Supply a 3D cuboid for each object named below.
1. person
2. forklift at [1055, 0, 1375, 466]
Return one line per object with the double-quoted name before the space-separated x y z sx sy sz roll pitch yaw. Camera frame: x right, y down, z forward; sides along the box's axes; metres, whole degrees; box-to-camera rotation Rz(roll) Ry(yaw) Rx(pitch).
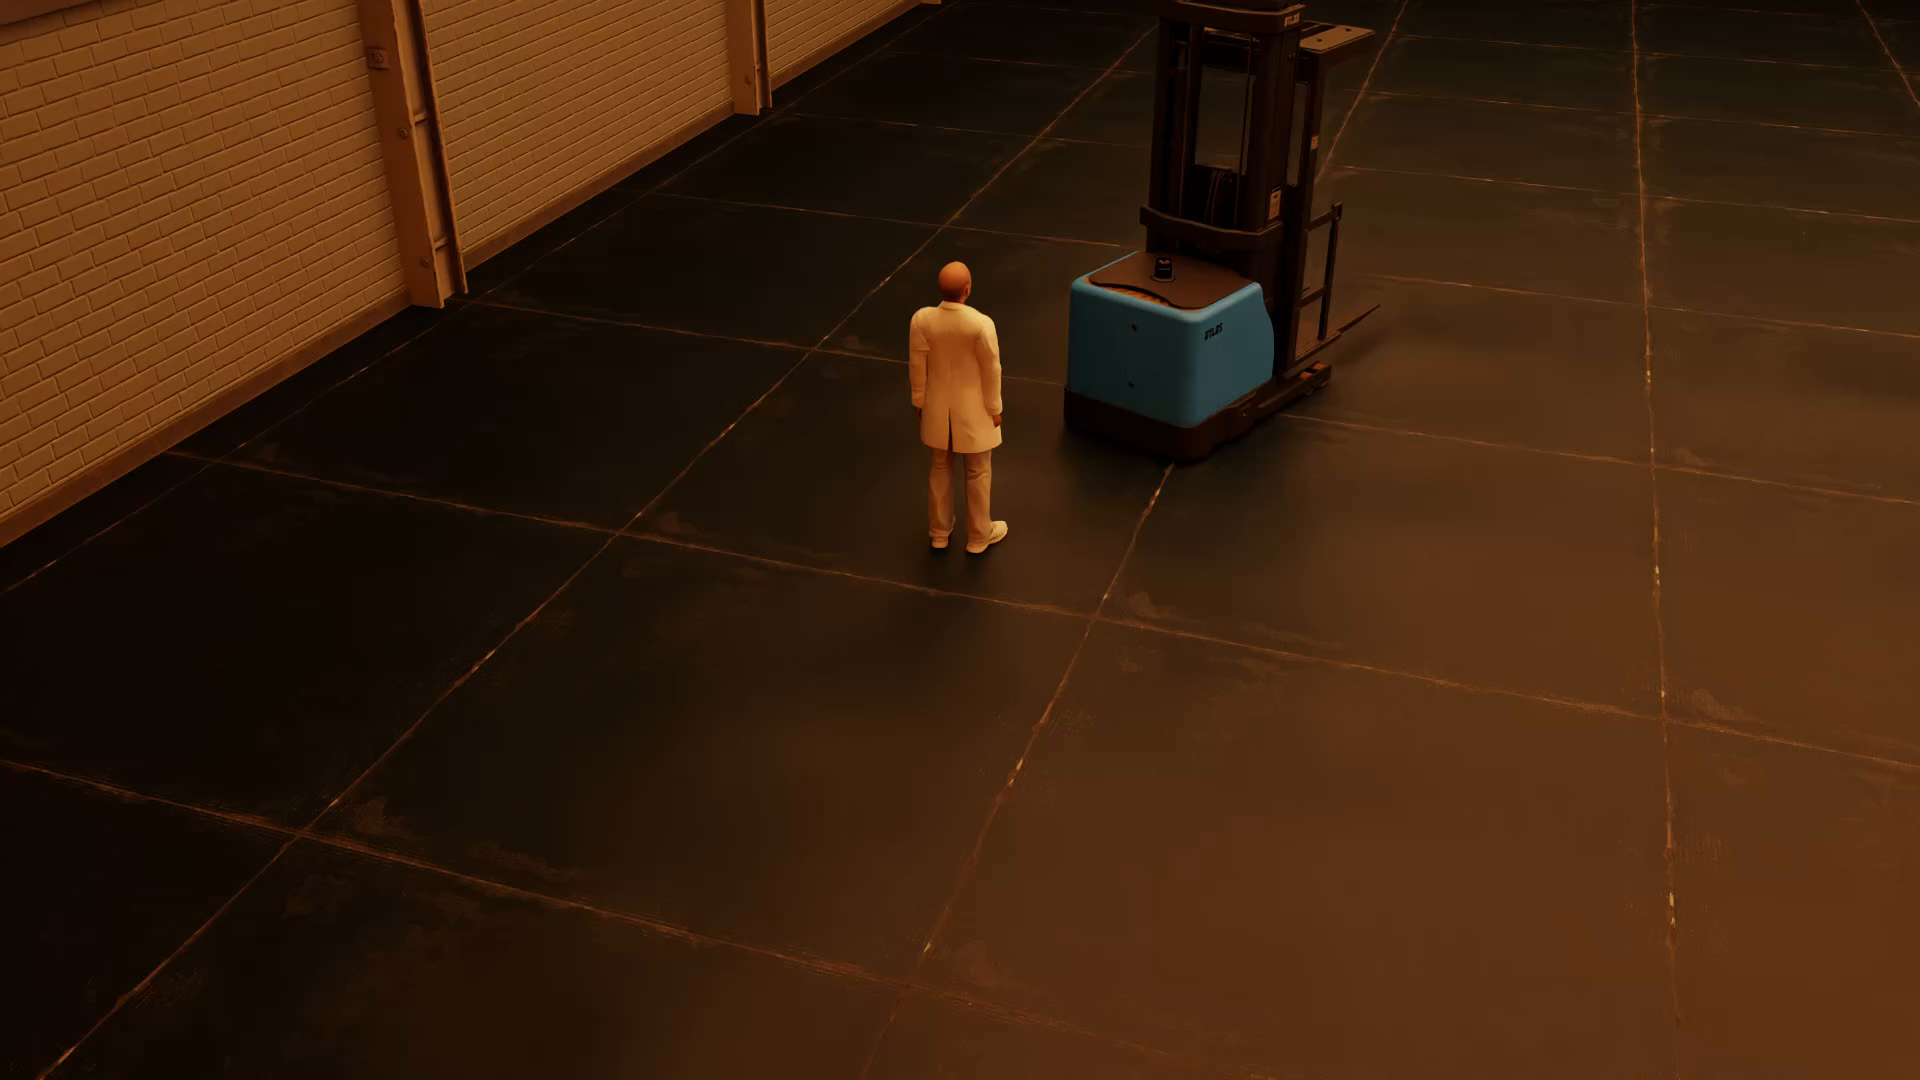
"person" -0.001 -0.784 9.674 0.551 1.781 0.389 10 31 16
"forklift" 1.973 -2.412 11.368 1.130 2.935 3.031 22 37 34
